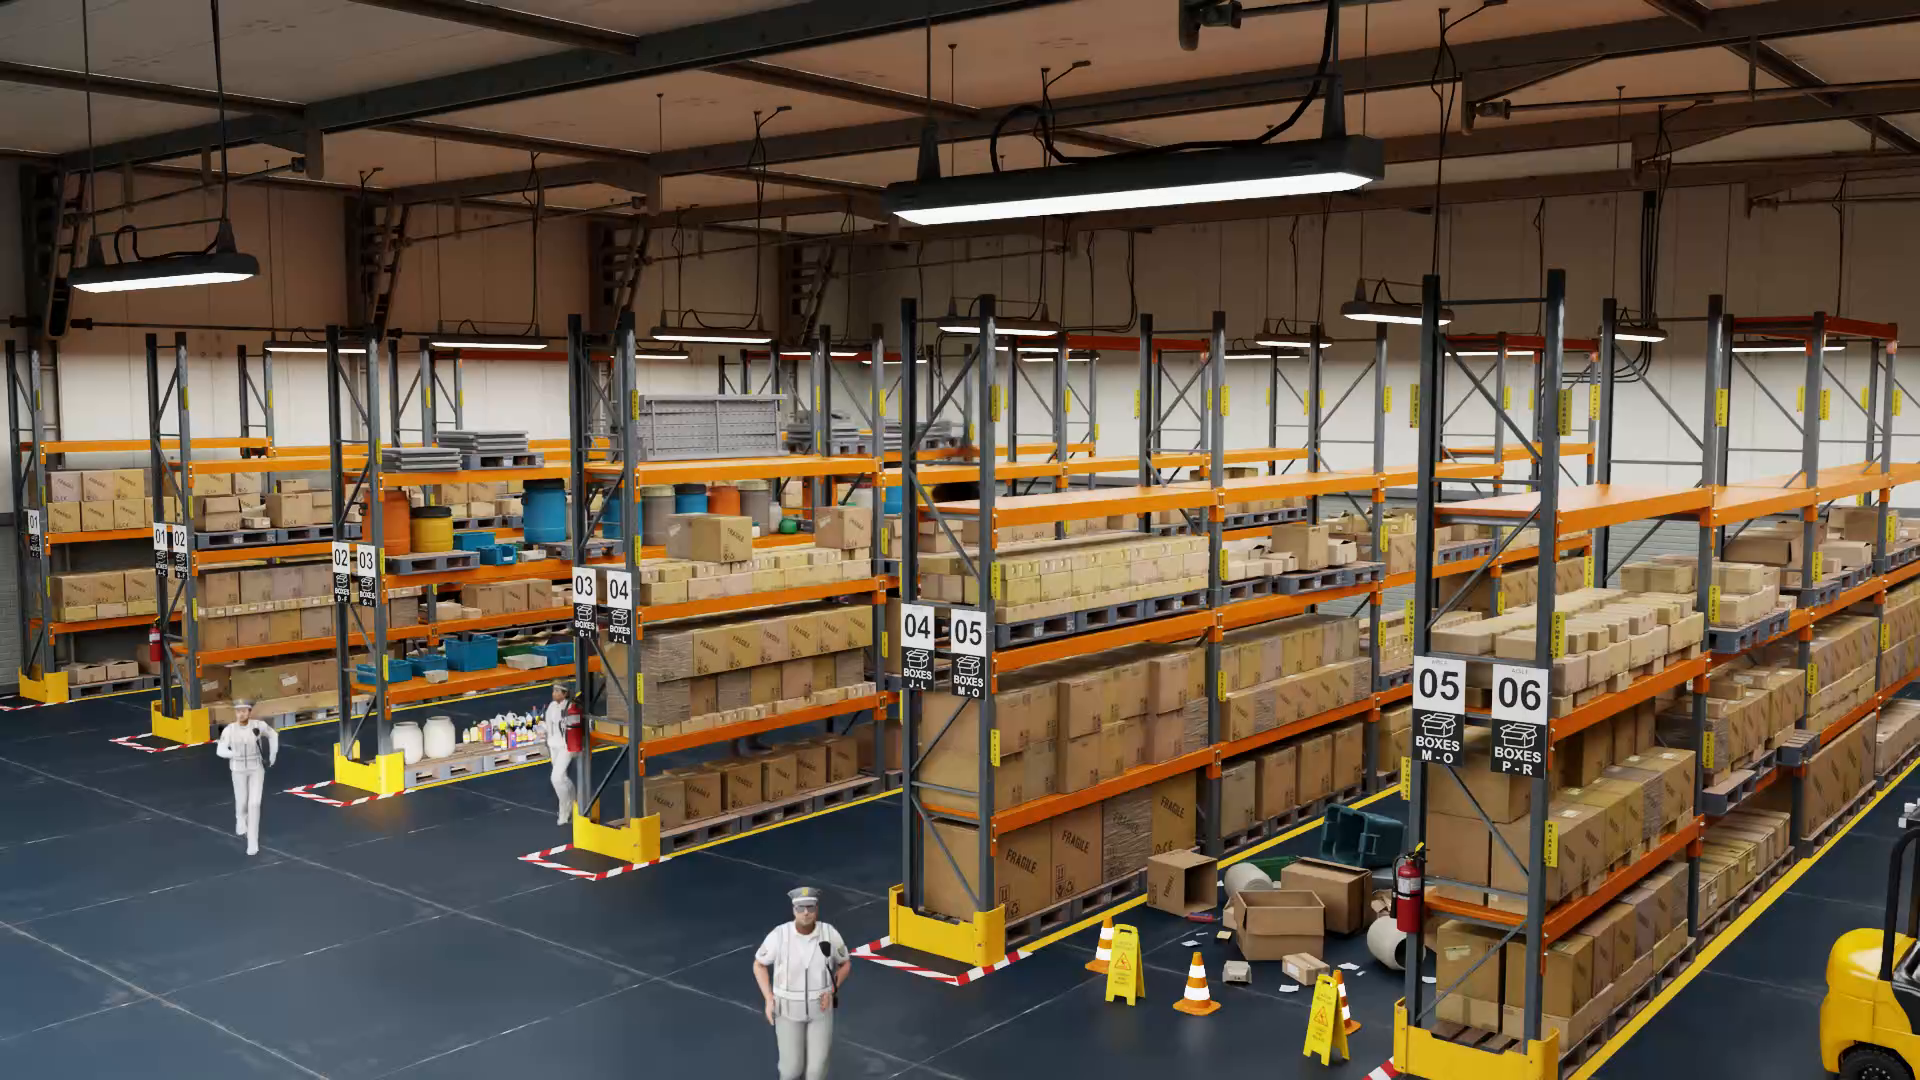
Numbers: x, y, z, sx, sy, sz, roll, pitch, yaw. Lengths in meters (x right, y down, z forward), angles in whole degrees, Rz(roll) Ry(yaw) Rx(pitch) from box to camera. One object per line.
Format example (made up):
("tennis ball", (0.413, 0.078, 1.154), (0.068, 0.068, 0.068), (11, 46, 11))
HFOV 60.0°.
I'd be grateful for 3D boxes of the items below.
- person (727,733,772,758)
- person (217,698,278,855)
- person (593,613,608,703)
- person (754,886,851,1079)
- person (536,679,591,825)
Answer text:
("person", (-2.836, 2.310, 21.947), (0.656, 1.706, 0.952), (4, 6, 36))
("person", (-8.076, 2.625, 18.877), (0.620, 1.733, 0.913), (-2, 5, -17))
("person", (-5.882, 1.871, 27.463), (0.578, 1.660, 0.660), (2, 6, 26))
("person", (-1.091, 3.253, 11.633), (0.679, 1.736, 0.619), (-1, 5, -13))
("person", (-4.782, 2.538, 19.970), (0.612, 1.765, 0.638), (4, 7, 38))
